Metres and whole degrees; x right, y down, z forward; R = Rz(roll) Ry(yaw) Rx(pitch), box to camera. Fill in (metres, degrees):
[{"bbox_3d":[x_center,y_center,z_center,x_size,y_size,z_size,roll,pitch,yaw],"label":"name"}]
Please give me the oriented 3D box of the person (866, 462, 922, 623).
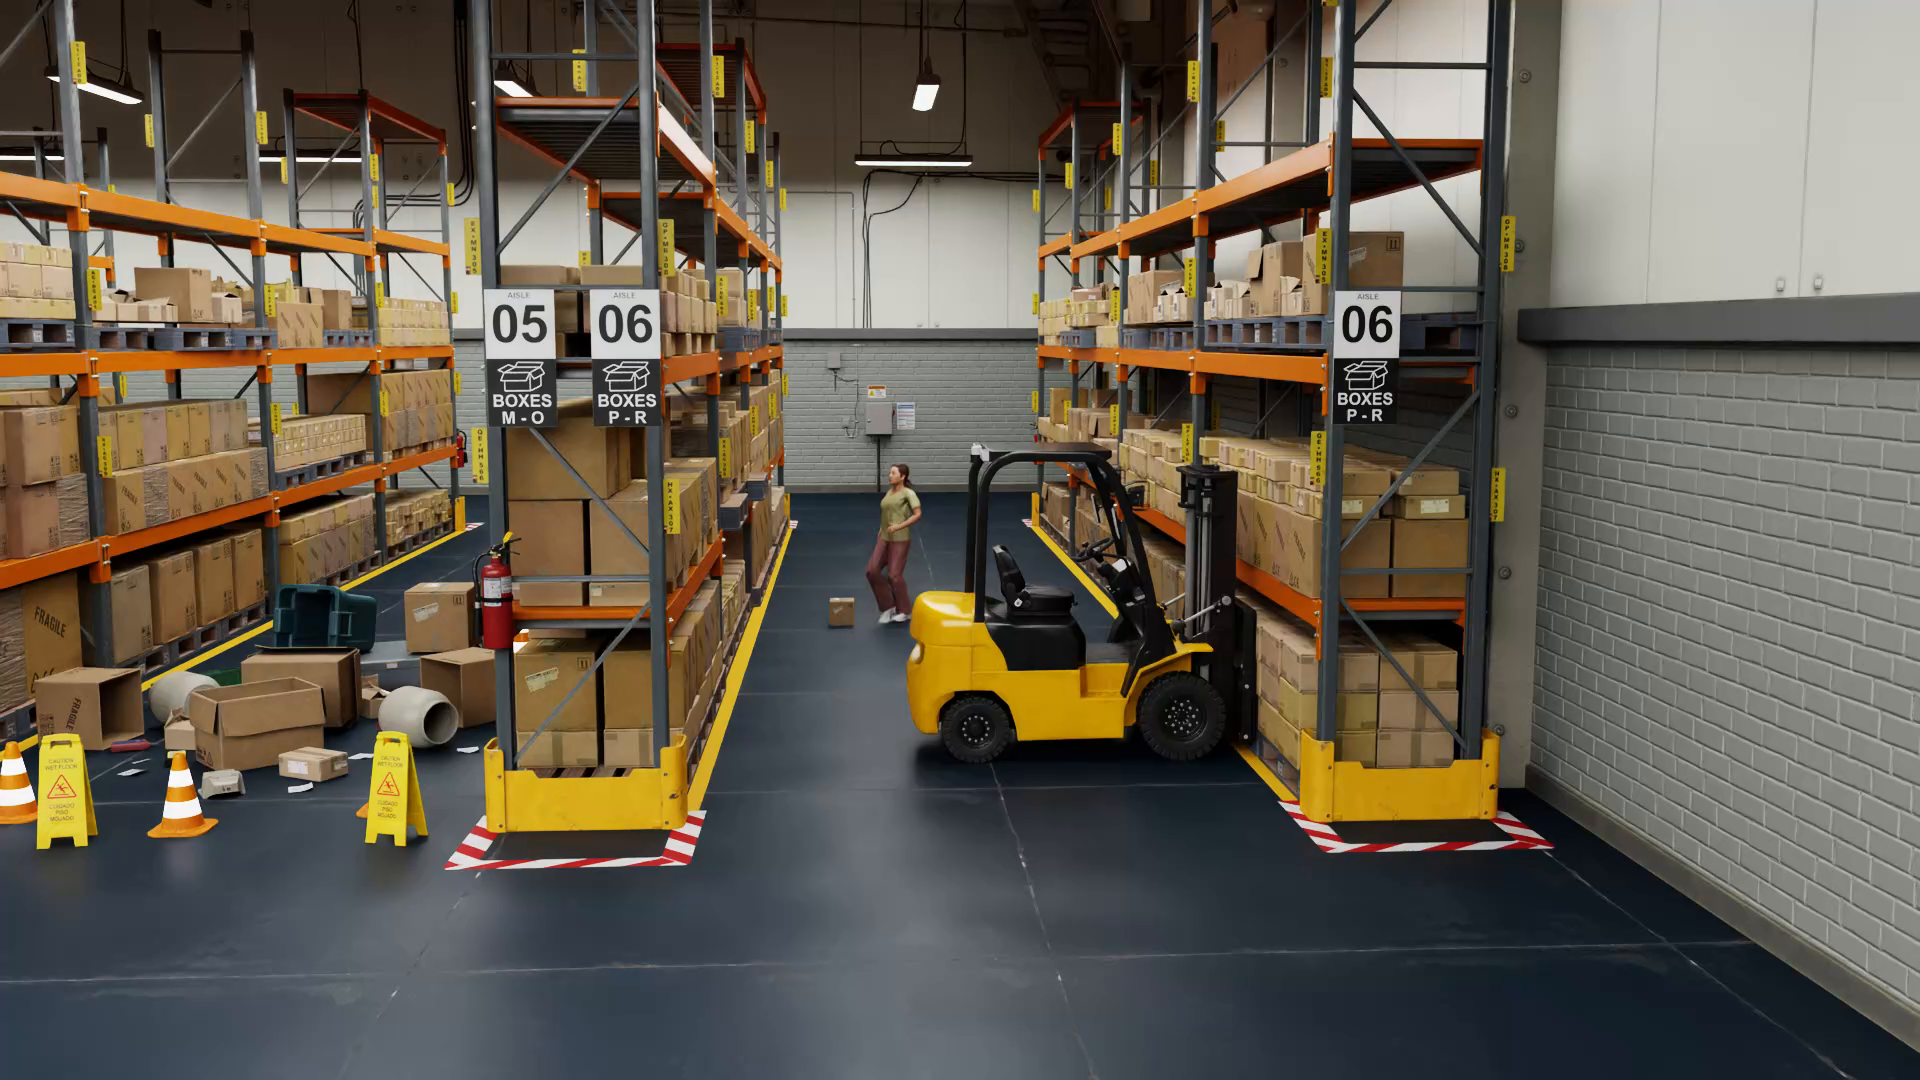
[{"bbox_3d":[-0.705,0.041,17.176,0.526,1.674,0.639,-6,9,-42],"label":"person"}]
